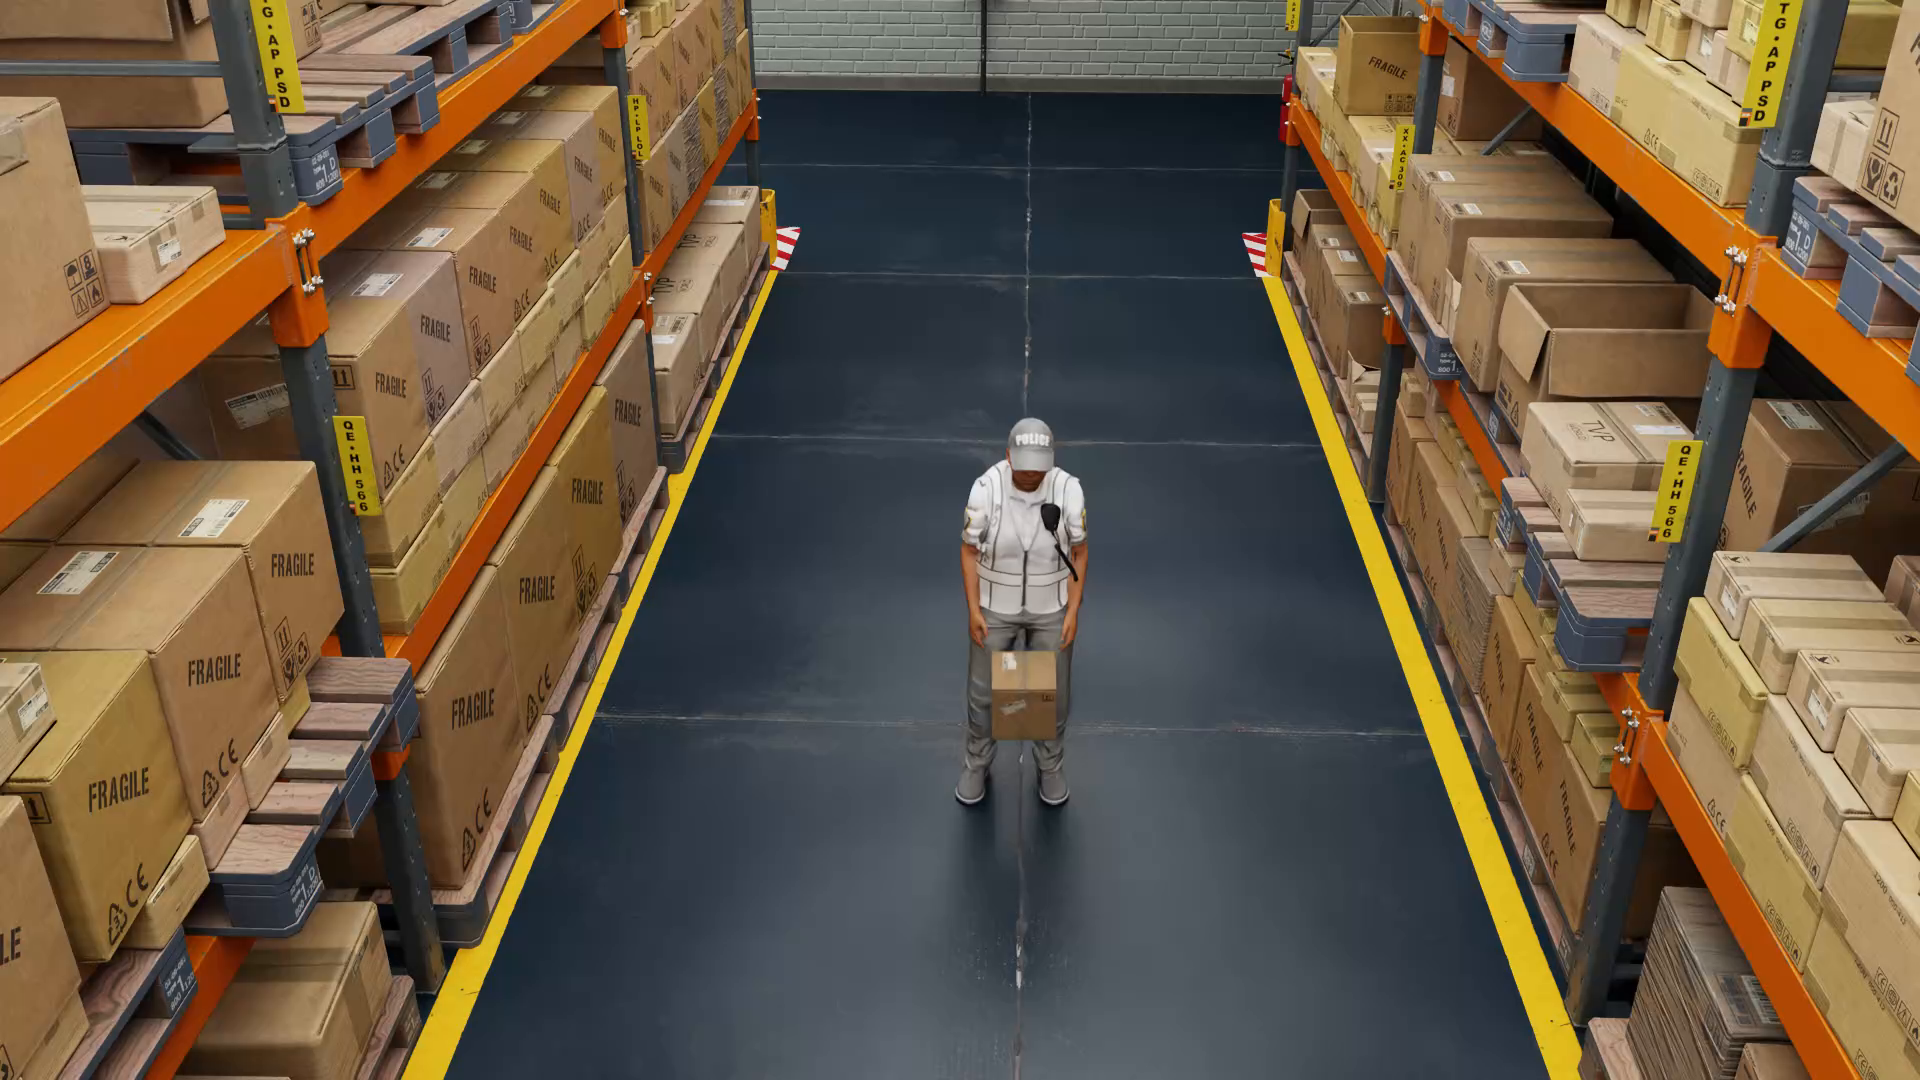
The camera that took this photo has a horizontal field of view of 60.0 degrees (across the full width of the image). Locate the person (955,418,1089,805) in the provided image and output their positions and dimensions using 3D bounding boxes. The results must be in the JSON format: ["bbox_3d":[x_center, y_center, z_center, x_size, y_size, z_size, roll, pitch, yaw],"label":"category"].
[{"bbox_3d":[0.243,0.274,6.598,0.521,1.671,0.429,0,28,1],"label":"person"}]
